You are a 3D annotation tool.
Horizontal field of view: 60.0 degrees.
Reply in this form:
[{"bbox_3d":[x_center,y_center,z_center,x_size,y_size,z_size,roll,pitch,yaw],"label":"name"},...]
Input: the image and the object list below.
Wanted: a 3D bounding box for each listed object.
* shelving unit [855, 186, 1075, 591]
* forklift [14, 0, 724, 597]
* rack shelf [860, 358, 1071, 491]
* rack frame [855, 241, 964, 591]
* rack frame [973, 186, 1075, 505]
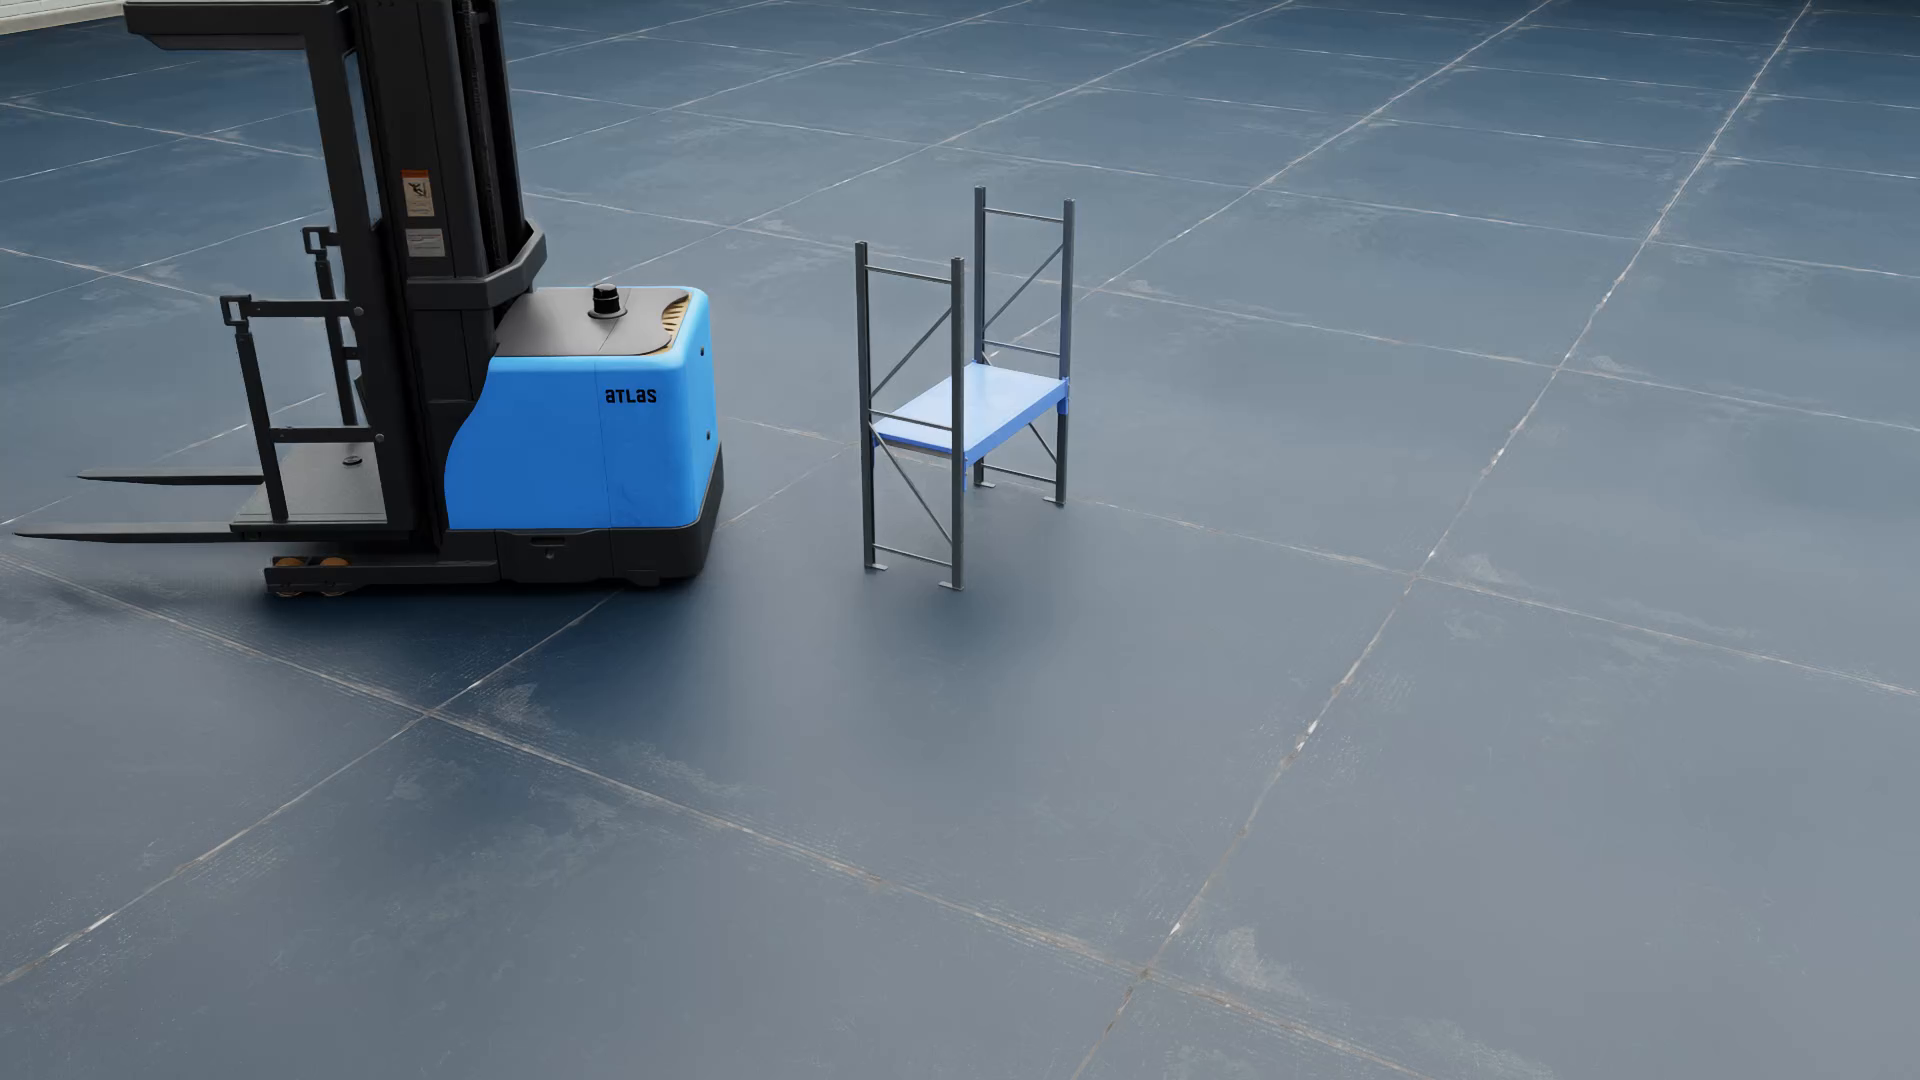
[{"bbox_3d":[0.042,-0.704,7.481,0.538,1.500,1.048,14,30,26],"label":"shelving unit"},{"bbox_3d":[-2.655,-1.303,7.078,3.031,2.935,1.130,-1,27,-1],"label":"forklift"},{"bbox_3d":[0.042,-0.543,7.561,0.538,0.185,1.000,14,30,26],"label":"rack shelf"},{"bbox_3d":[-0.208,-0.506,7.085,0.500,1.500,0.032,14,30,26],"label":"rack frame"},{"bbox_3d":[0.292,-0.902,7.876,0.500,1.500,0.032,14,30,26],"label":"rack frame"}]
